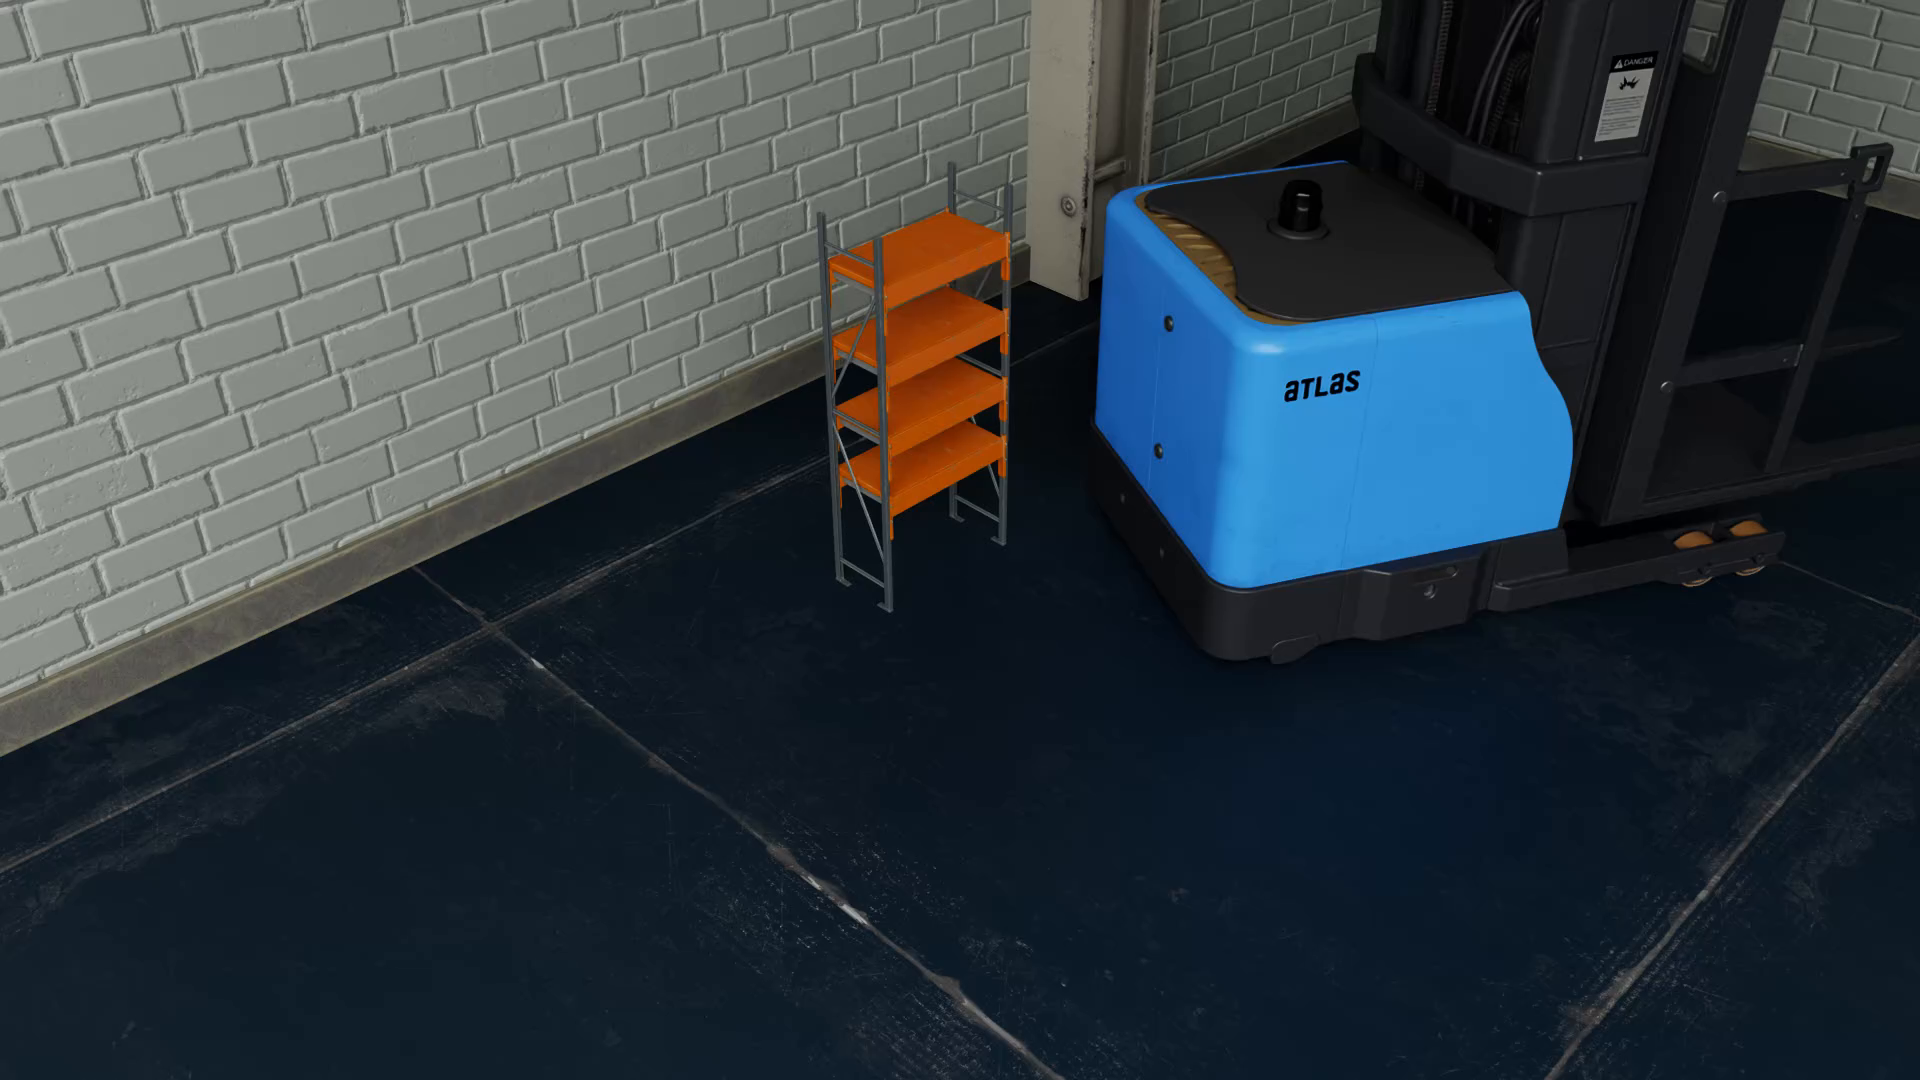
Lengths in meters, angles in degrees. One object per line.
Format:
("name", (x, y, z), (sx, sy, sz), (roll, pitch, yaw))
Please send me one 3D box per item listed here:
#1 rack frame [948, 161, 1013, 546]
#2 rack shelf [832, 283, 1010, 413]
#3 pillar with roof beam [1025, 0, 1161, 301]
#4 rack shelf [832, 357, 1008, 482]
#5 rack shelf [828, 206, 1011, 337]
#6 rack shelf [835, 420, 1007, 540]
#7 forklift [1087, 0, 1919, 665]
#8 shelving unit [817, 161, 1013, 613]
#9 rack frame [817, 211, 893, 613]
("rack frame", (0.055, -0.524, 4.952), (0.240, 1.200, 0.015), (30, 45, 35))
("rack shelf", (-0.117, -0.553, 4.721), (0.258, 0.148, 0.480), (30, 45, 35))
("pillar with roof beam", (3.562, -3.047, 1.752), (9.100, 9.000, 0.400), (30, 45, 35))
("rack shelf", (-0.117, -0.370, 4.849), (0.258, 0.148, 0.480), (30, 45, 35))
("rack shelf", (-0.117, -0.747, 4.586), (0.258, 0.148, 0.480), (30, 45, 35))
("rack shelf", (-0.117, -0.207, 4.962), (0.258, 0.148, 0.480), (30, 45, 35))
("forklift", (1.986, -1.338, 4.606), (3.031, 2.935, 1.130), (-10, 36, -14))
("shelving unit", (-0.117, -0.425, 4.810), (0.258, 1.200, 0.503), (30, 45, 35))
("rack frame", (-0.289, -0.326, 4.668), (0.240, 1.200, 0.015), (30, 45, 35))
